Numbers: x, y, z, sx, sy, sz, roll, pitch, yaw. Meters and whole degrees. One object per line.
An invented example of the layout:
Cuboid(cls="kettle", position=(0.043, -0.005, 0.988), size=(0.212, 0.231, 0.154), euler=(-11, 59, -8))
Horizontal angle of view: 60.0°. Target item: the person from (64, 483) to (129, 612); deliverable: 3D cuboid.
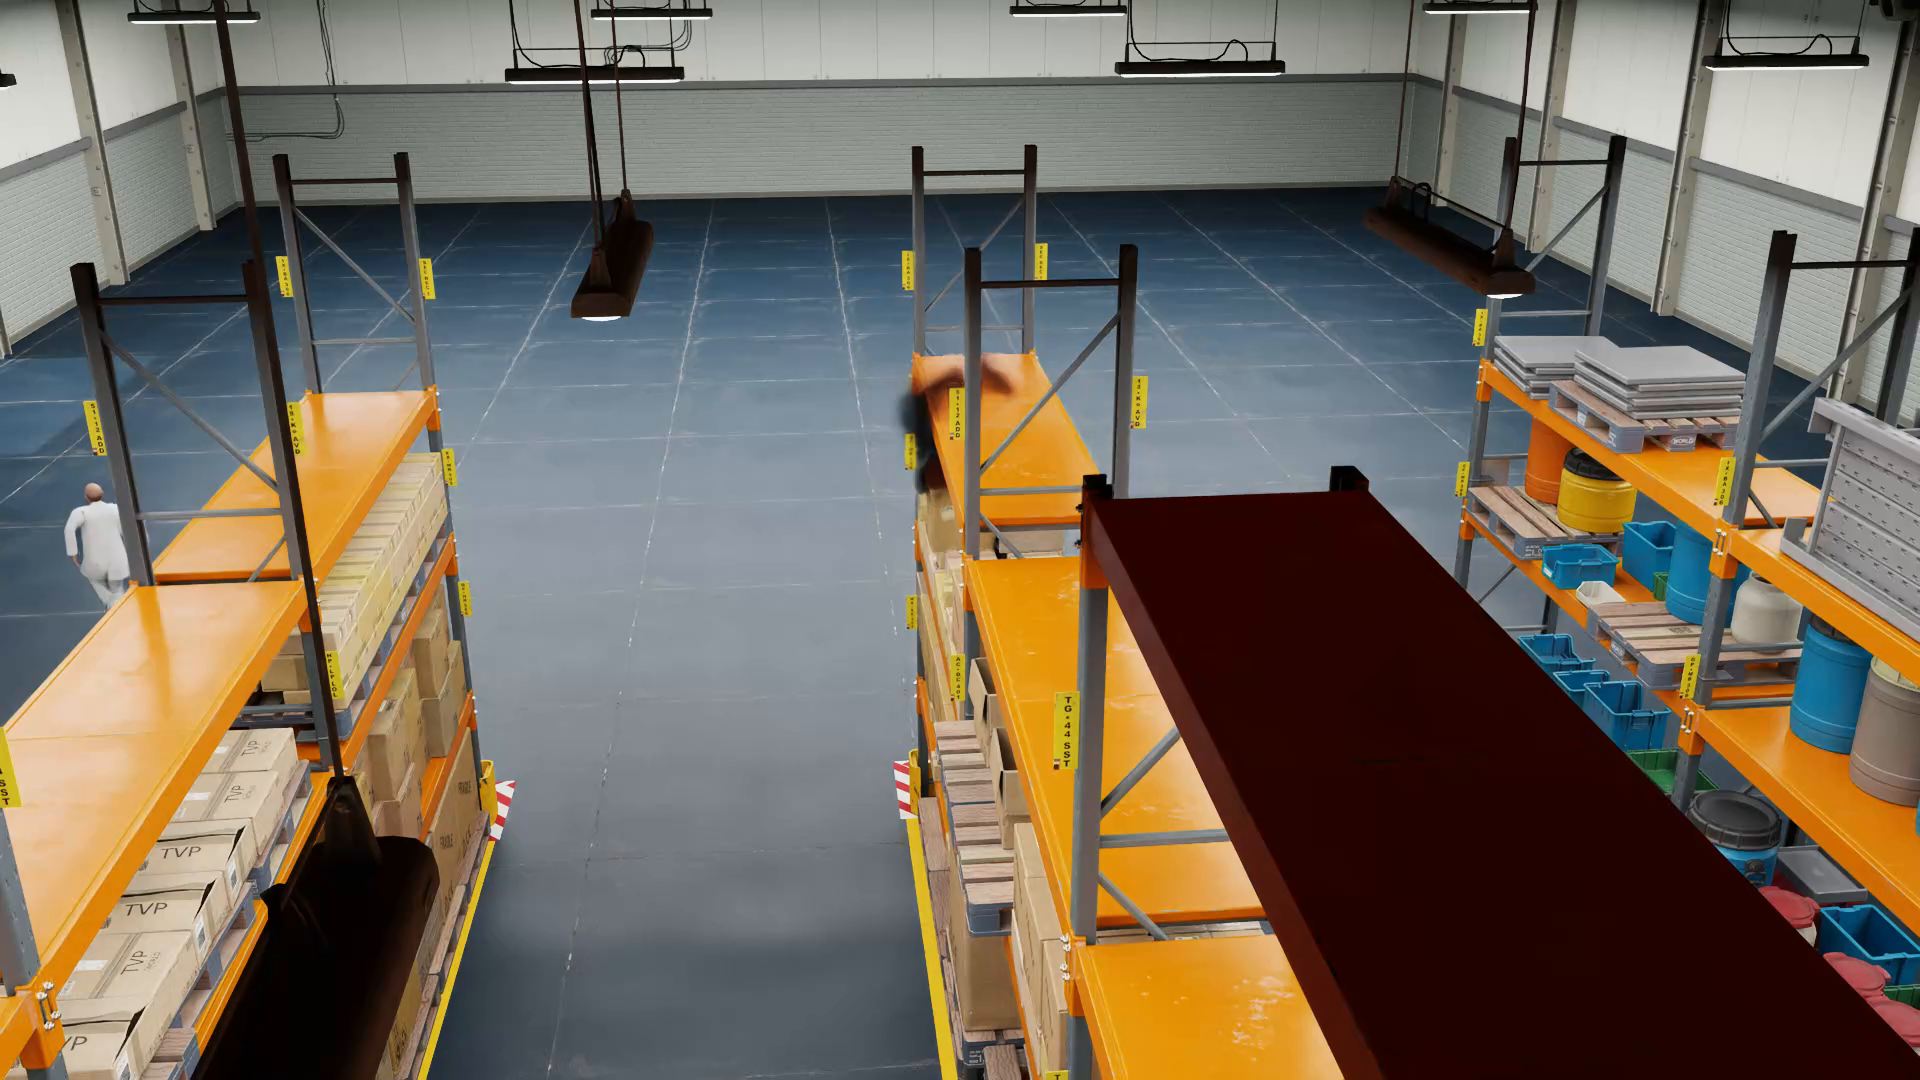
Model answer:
Cuboid(cls="person", position=(-9.684, 0.199, 18.758), size=(0.759, 1.727, 0.794), euler=(-18, 28, -37))
